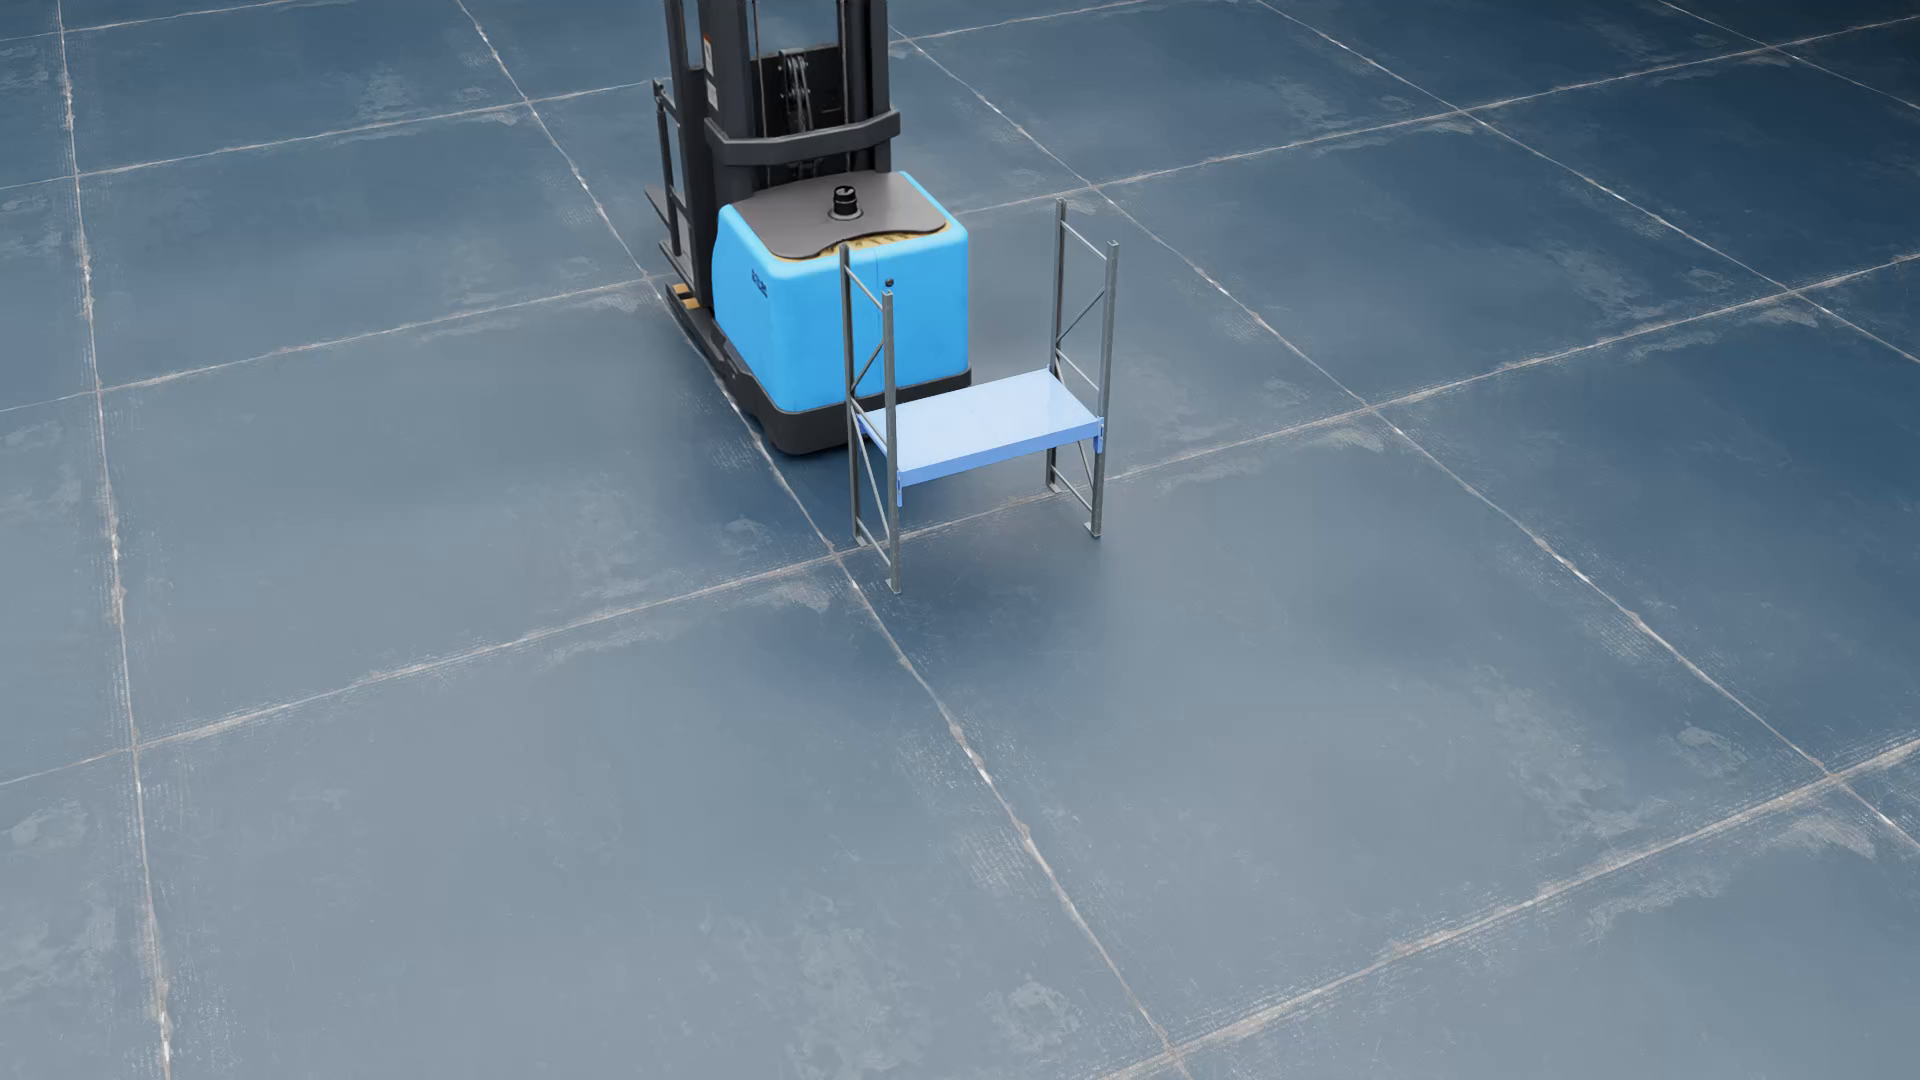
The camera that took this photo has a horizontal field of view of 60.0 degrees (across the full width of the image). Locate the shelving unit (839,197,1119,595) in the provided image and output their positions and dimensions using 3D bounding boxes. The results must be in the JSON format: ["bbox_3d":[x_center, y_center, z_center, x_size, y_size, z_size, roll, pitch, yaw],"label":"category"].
[{"bbox_3d":[0.077,-0.624,7.332,1.048,1.500,0.538,-16,39,-20],"label":"shelving unit"}]

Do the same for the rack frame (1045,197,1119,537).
[{"bbox_3d":[0.537,-0.753,7.506,0.032,1.500,0.500,-16,39,-20],"label":"rack frame"}]

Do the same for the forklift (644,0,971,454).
[{"bbox_3d":[-1.022,-2.469,8.618,1.130,2.935,3.031,-15,39,-20],"label":"forklift"}]

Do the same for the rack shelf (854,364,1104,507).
[{"bbox_3d":[0.077,-0.480,7.439,1.000,0.185,0.538,-16,39,-20],"label":"rack shelf"}]

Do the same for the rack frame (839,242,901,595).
[{"bbox_3d":[-0.383,-0.495,7.159,0.032,1.500,0.500,-16,39,-20],"label":"rack frame"}]
